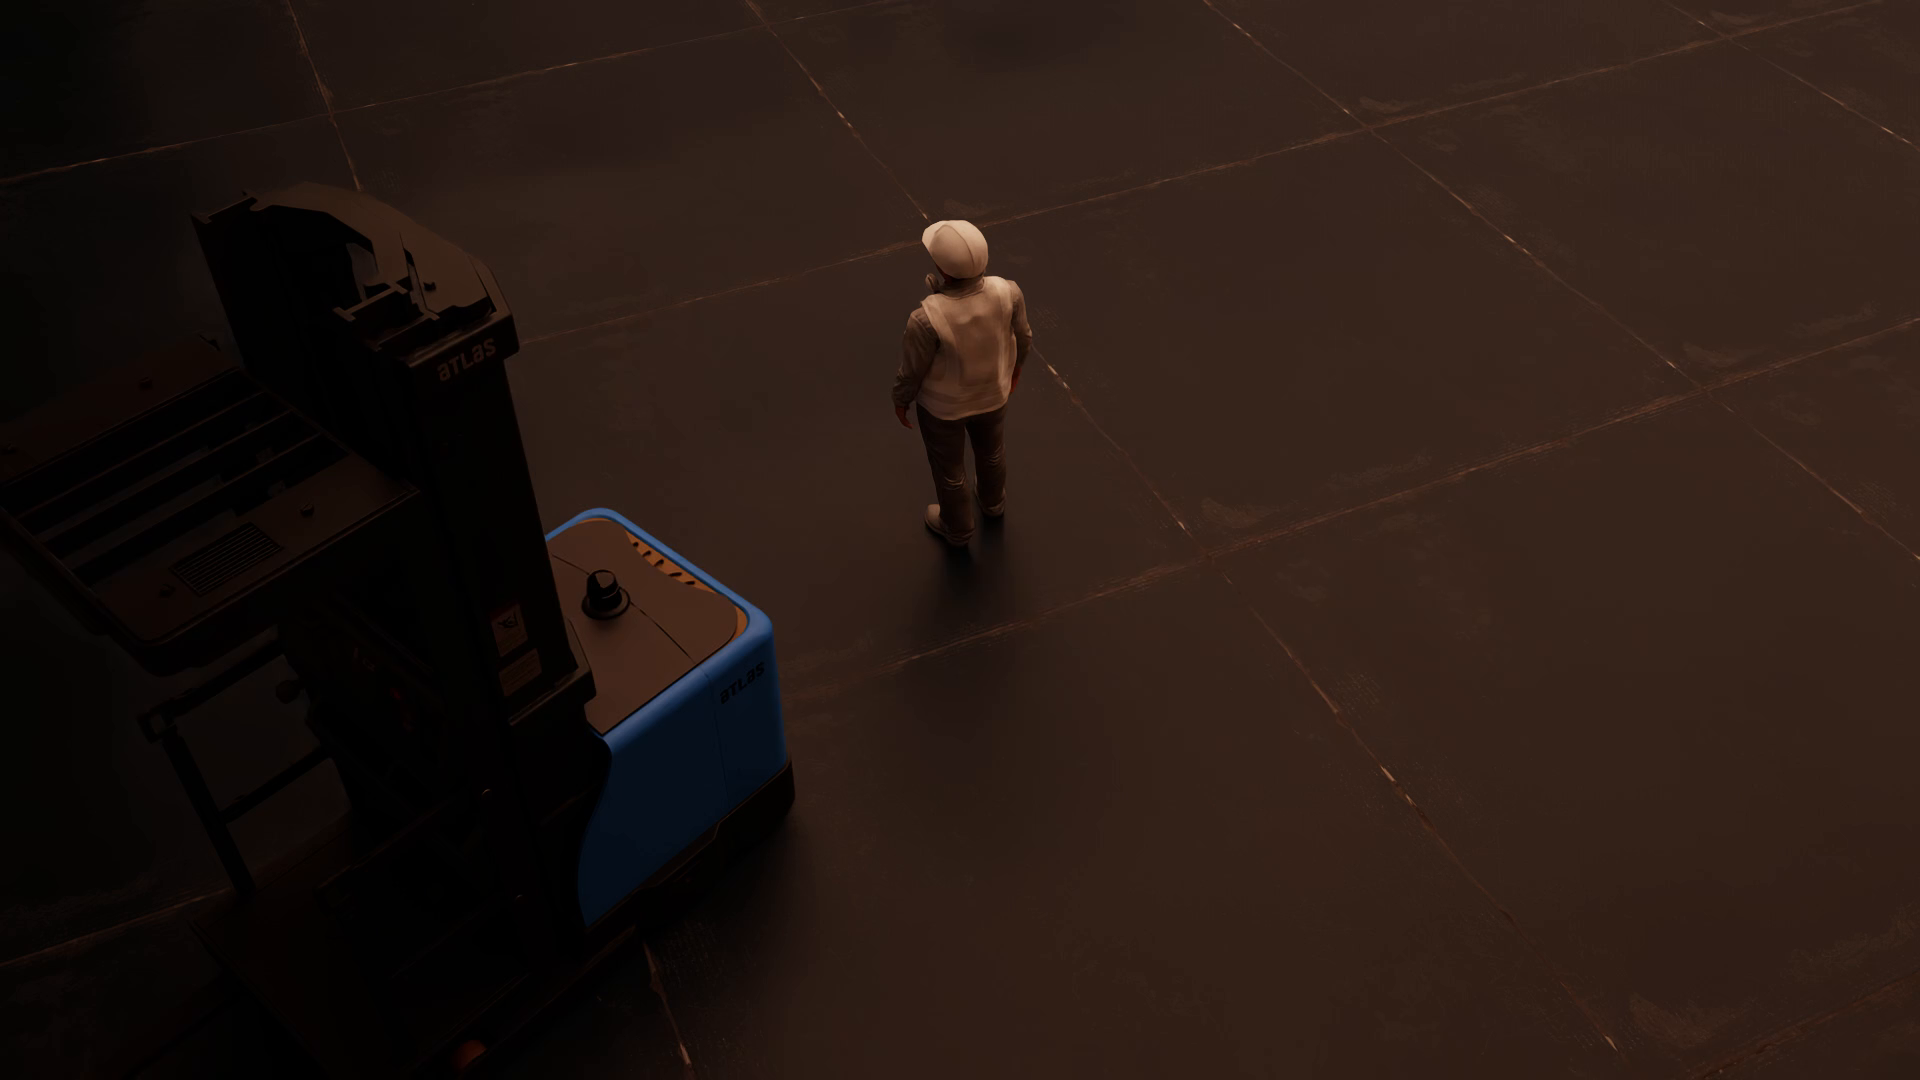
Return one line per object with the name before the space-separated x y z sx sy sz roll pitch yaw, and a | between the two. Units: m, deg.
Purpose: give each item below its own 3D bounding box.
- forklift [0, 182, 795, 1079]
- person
forklift | -2.010 0.534 5.108 1.130 2.935 3.031 31 51 29
person | -0.020 -0.695 7.262 0.634 1.775 0.566 -18 46 -18
